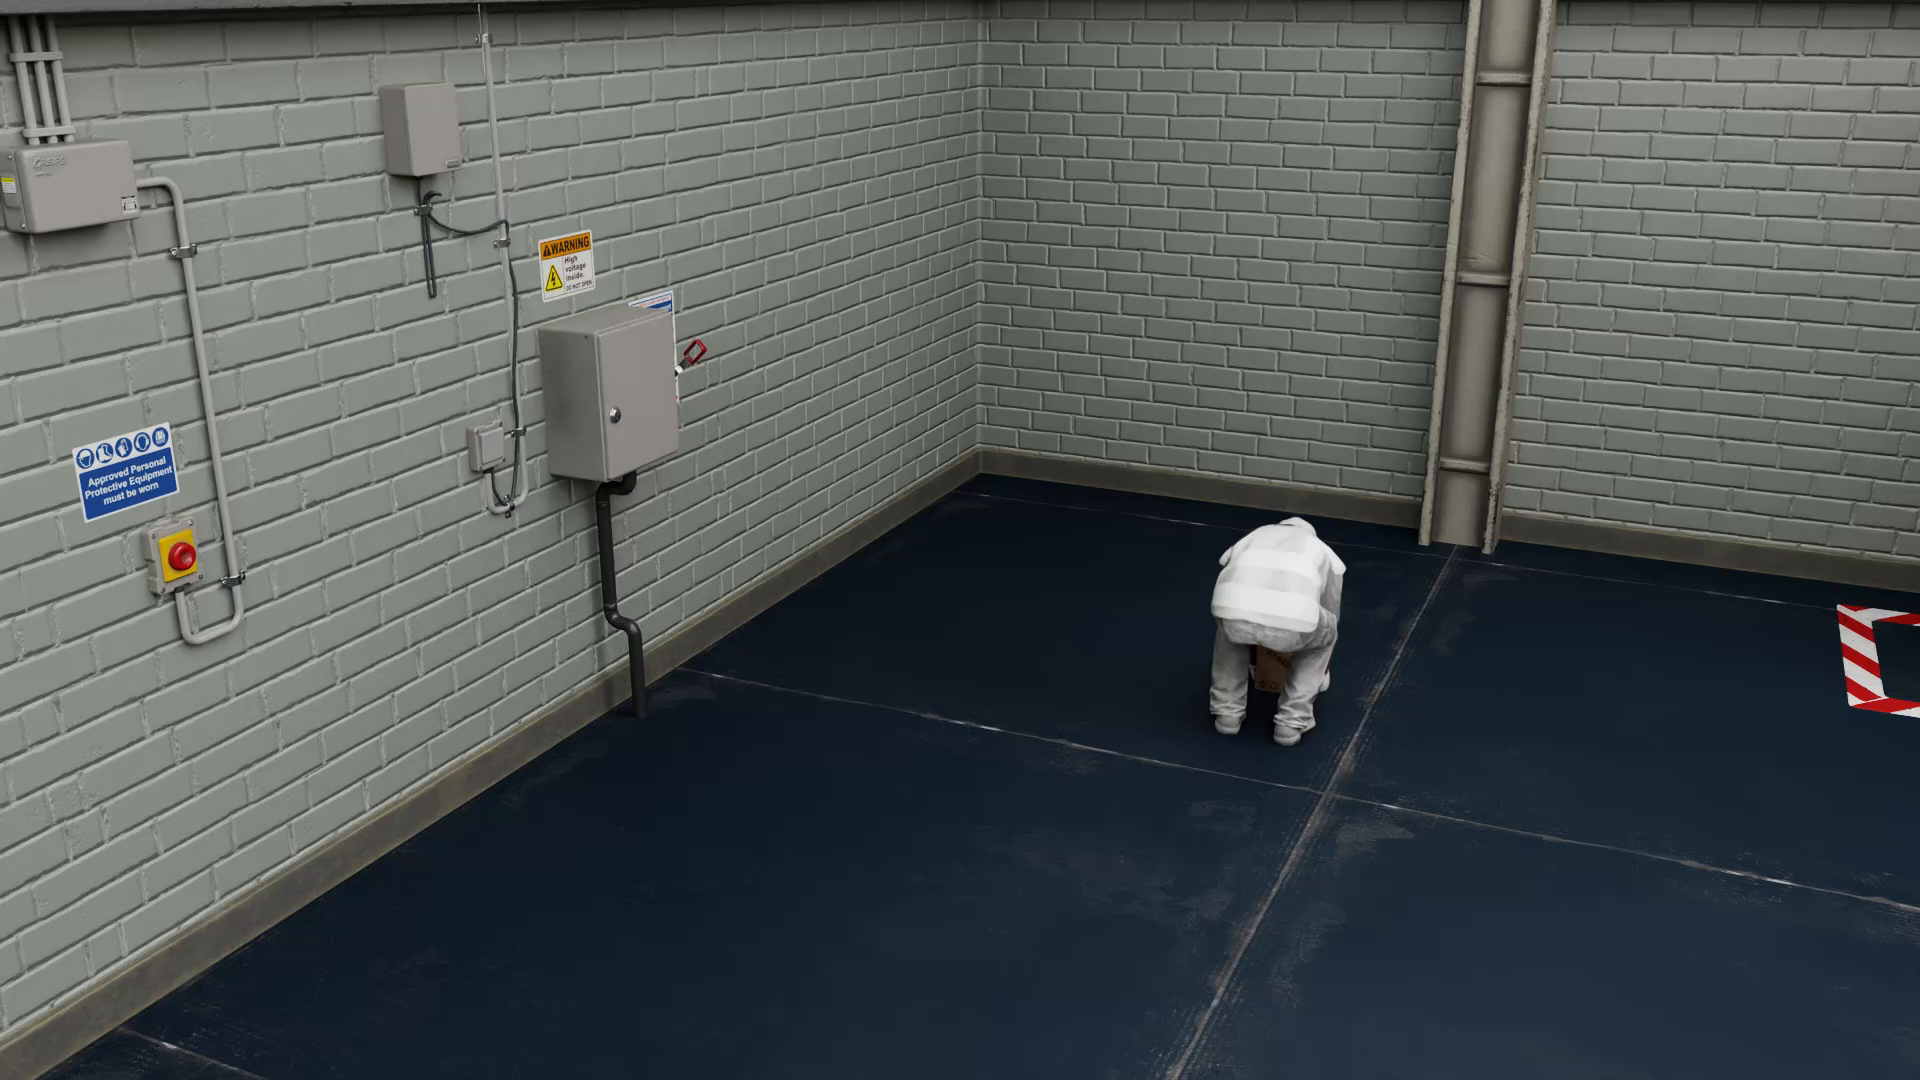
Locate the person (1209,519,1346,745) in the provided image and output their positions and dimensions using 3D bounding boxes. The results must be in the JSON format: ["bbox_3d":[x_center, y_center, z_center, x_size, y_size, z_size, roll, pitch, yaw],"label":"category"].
[{"bbox_3d":[1.324,0.342,7.007,0.538,0.870,0.992,8,20,21],"label":"person"}]
